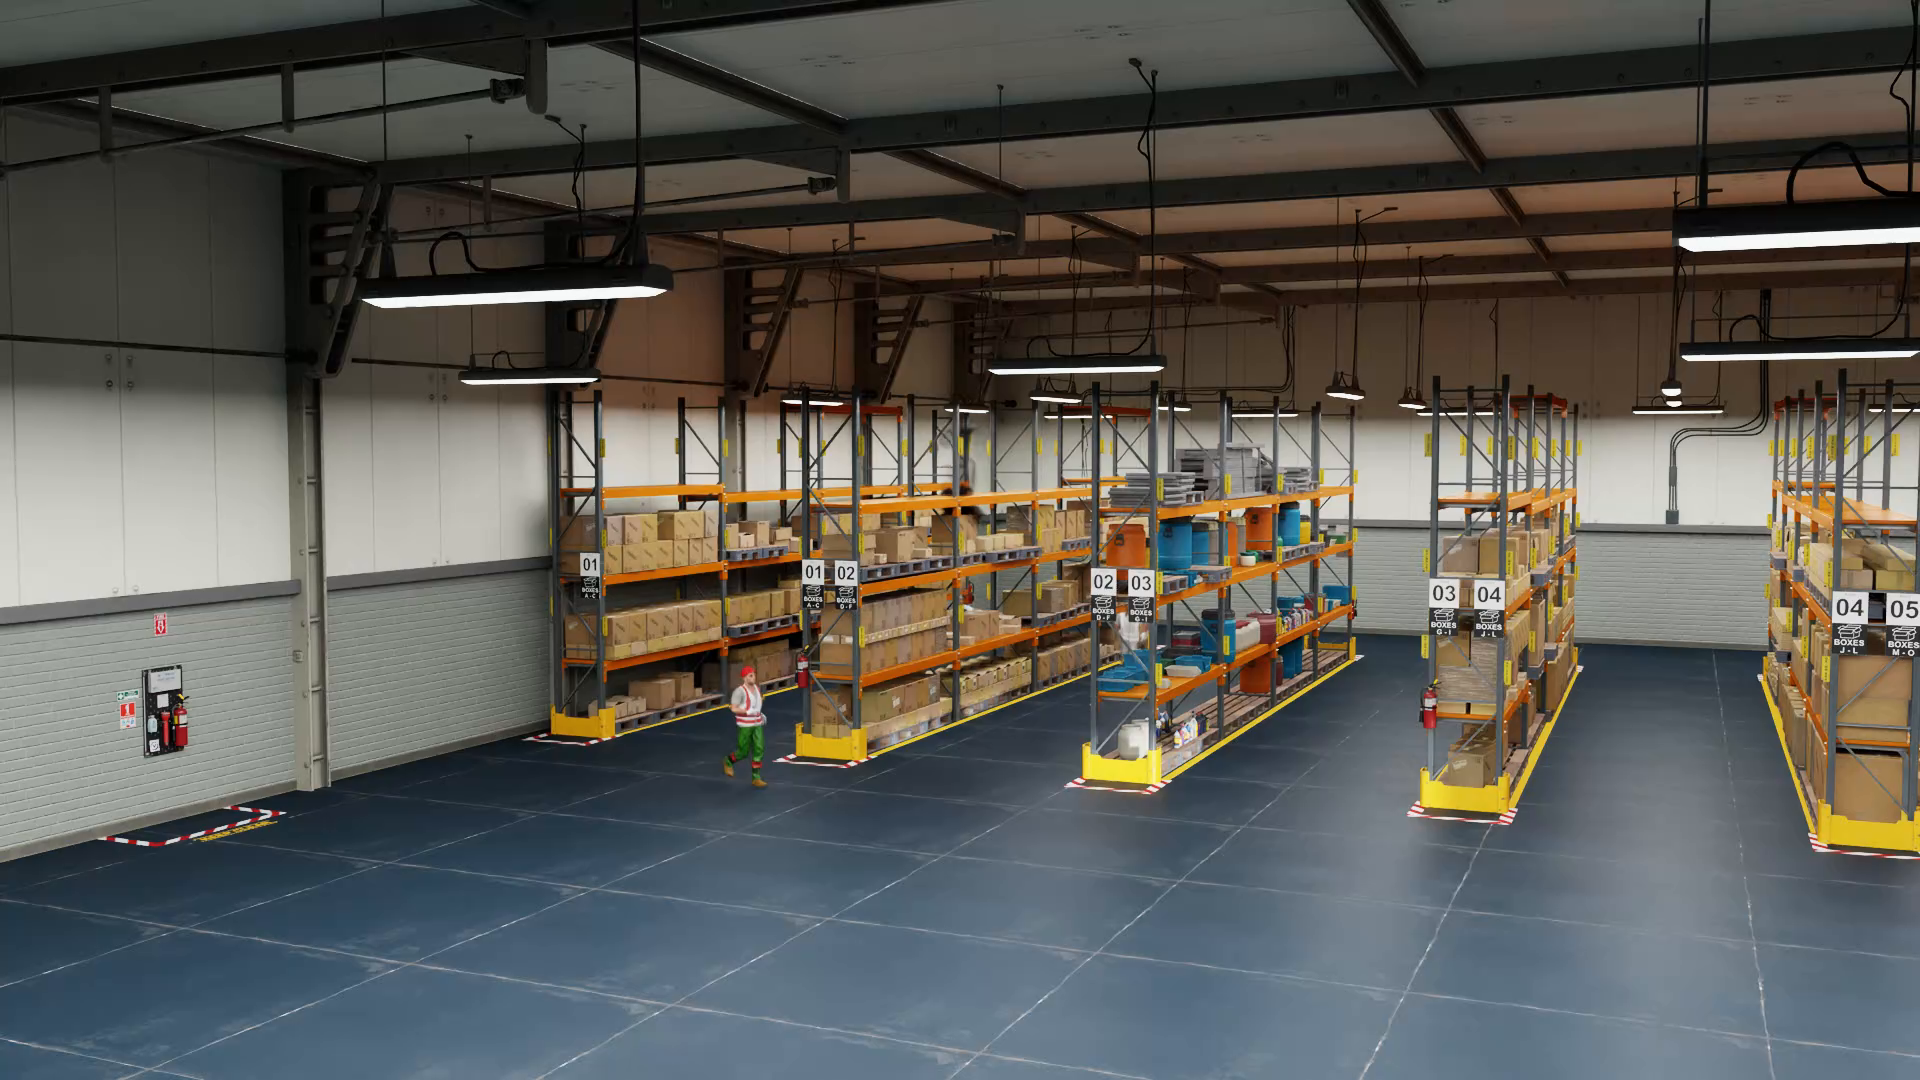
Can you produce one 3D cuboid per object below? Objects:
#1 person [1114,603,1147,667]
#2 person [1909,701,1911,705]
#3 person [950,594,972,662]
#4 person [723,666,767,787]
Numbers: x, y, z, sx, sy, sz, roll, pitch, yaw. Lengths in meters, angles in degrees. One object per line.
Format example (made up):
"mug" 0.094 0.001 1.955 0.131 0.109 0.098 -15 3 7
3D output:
"person" 3.602 2.162 35.324 0.708 1.789 0.852 1 3 11
"person" 18.506 2.369 32.510 0.592 1.655 0.763 1 3 16
"person" 0.024 2.052 38.459 0.593 1.646 0.618 1 3 16
"person" -3.163 2.749 24.660 0.860 1.765 0.659 3 4 40
